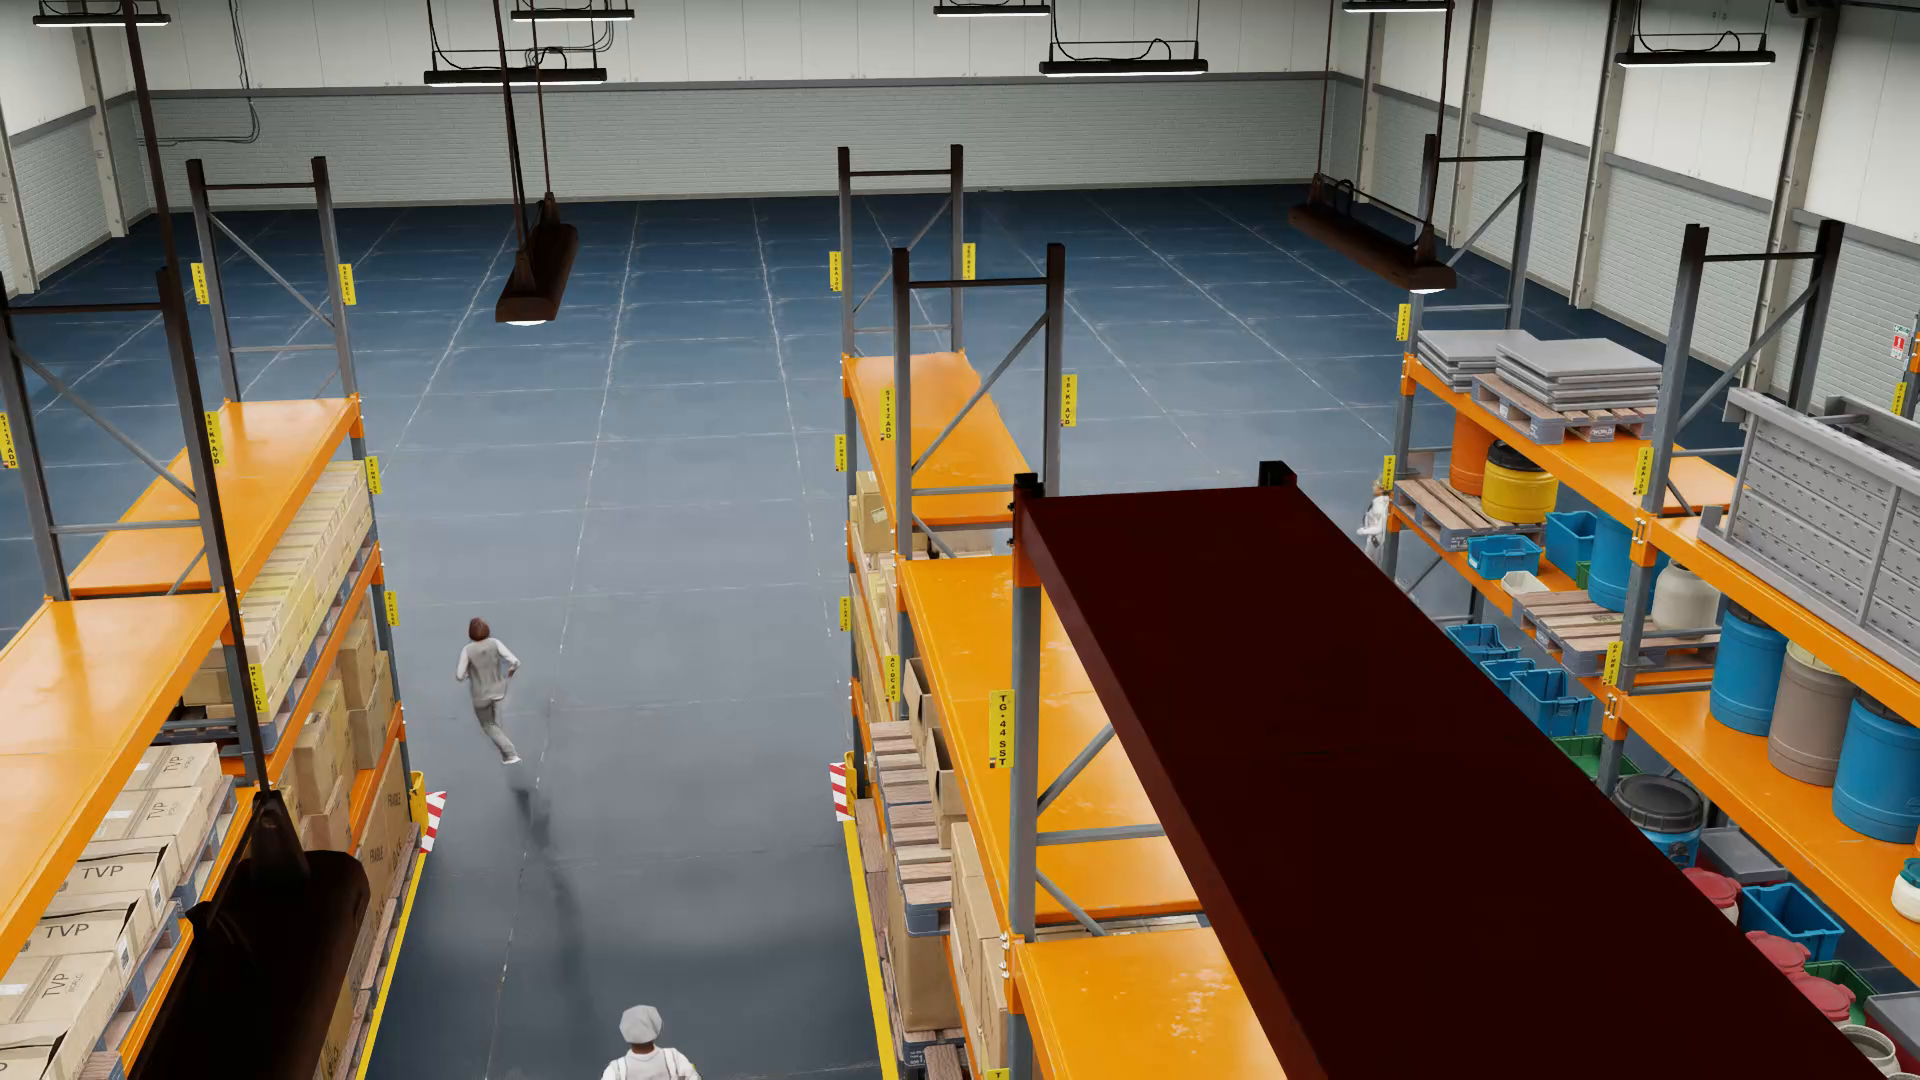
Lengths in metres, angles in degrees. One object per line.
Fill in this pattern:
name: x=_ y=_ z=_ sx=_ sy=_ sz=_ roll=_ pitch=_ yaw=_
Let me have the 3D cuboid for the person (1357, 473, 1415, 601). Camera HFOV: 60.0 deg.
person: x=4.882 y=0.069 z=19.155 sx=0.833 sy=1.693 sz=0.608 roll=9 pitch=23 yaw=22

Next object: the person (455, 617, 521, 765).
person: x=-4.415 y=1.408 z=15.528 sx=0.566 sy=1.497 sz=0.733 roll=-14 pitch=25 yaw=-31

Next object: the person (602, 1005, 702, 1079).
person: x=-1.870 y=3.633 z=10.065 sx=0.685 sy=1.803 sz=0.870 roll=-6 pitch=22 yaw=-16

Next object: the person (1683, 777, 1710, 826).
person: x=6.599 y=1.842 z=14.652 sx=0.554 sy=1.677 sz=0.907 roll=-7 pitch=23 yaw=-17
